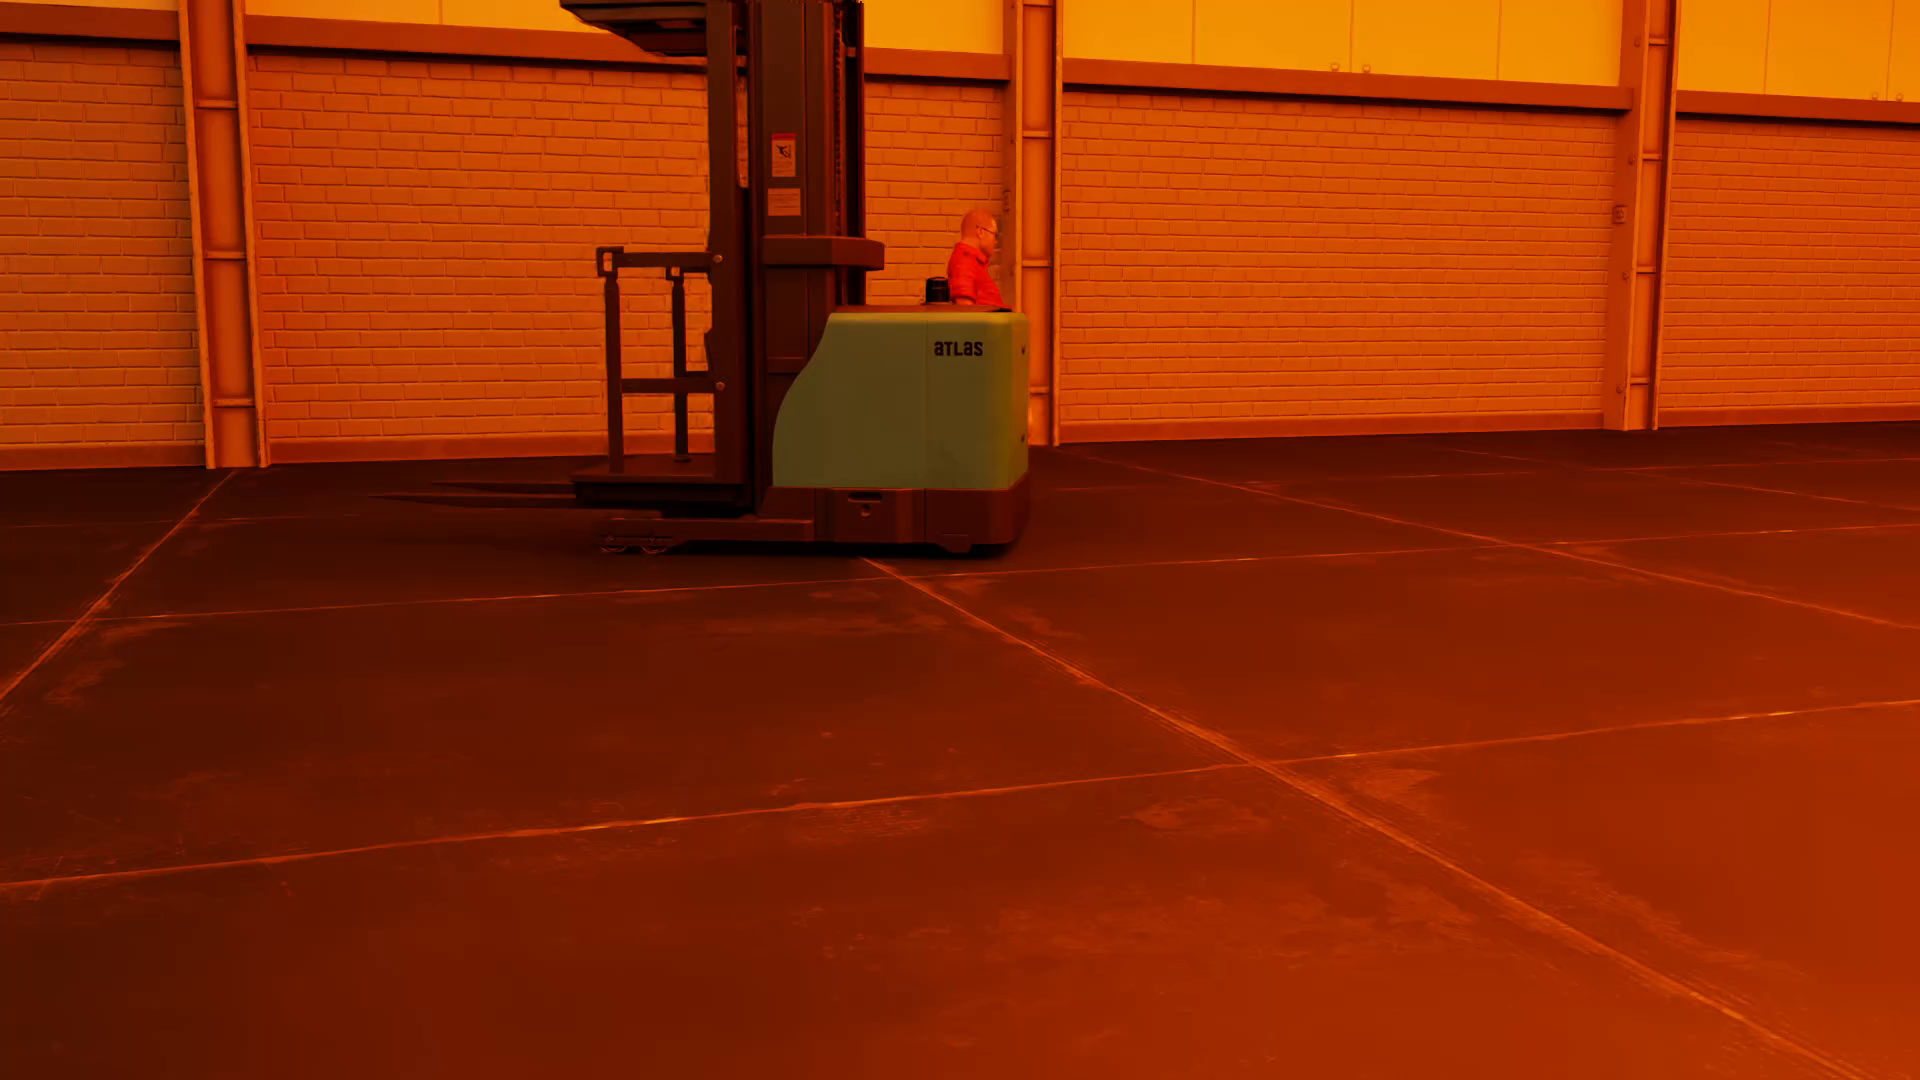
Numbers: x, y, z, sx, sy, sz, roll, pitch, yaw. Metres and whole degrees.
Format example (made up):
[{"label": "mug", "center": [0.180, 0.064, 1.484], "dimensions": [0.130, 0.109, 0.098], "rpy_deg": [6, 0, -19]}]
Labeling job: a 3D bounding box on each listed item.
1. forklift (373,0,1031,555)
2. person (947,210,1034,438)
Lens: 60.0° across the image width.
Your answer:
[{"label": "forklift", "center": [-1.210, -1.456, 7.756], "dimensions": [3.031, 2.935, 1.130], "rpy_deg": [1, 8, 7]}, {"label": "person", "center": [0.111, -0.949, 8.956], "dimensions": [0.562, 1.637, 0.934], "rpy_deg": [0, 8, 1]}]
